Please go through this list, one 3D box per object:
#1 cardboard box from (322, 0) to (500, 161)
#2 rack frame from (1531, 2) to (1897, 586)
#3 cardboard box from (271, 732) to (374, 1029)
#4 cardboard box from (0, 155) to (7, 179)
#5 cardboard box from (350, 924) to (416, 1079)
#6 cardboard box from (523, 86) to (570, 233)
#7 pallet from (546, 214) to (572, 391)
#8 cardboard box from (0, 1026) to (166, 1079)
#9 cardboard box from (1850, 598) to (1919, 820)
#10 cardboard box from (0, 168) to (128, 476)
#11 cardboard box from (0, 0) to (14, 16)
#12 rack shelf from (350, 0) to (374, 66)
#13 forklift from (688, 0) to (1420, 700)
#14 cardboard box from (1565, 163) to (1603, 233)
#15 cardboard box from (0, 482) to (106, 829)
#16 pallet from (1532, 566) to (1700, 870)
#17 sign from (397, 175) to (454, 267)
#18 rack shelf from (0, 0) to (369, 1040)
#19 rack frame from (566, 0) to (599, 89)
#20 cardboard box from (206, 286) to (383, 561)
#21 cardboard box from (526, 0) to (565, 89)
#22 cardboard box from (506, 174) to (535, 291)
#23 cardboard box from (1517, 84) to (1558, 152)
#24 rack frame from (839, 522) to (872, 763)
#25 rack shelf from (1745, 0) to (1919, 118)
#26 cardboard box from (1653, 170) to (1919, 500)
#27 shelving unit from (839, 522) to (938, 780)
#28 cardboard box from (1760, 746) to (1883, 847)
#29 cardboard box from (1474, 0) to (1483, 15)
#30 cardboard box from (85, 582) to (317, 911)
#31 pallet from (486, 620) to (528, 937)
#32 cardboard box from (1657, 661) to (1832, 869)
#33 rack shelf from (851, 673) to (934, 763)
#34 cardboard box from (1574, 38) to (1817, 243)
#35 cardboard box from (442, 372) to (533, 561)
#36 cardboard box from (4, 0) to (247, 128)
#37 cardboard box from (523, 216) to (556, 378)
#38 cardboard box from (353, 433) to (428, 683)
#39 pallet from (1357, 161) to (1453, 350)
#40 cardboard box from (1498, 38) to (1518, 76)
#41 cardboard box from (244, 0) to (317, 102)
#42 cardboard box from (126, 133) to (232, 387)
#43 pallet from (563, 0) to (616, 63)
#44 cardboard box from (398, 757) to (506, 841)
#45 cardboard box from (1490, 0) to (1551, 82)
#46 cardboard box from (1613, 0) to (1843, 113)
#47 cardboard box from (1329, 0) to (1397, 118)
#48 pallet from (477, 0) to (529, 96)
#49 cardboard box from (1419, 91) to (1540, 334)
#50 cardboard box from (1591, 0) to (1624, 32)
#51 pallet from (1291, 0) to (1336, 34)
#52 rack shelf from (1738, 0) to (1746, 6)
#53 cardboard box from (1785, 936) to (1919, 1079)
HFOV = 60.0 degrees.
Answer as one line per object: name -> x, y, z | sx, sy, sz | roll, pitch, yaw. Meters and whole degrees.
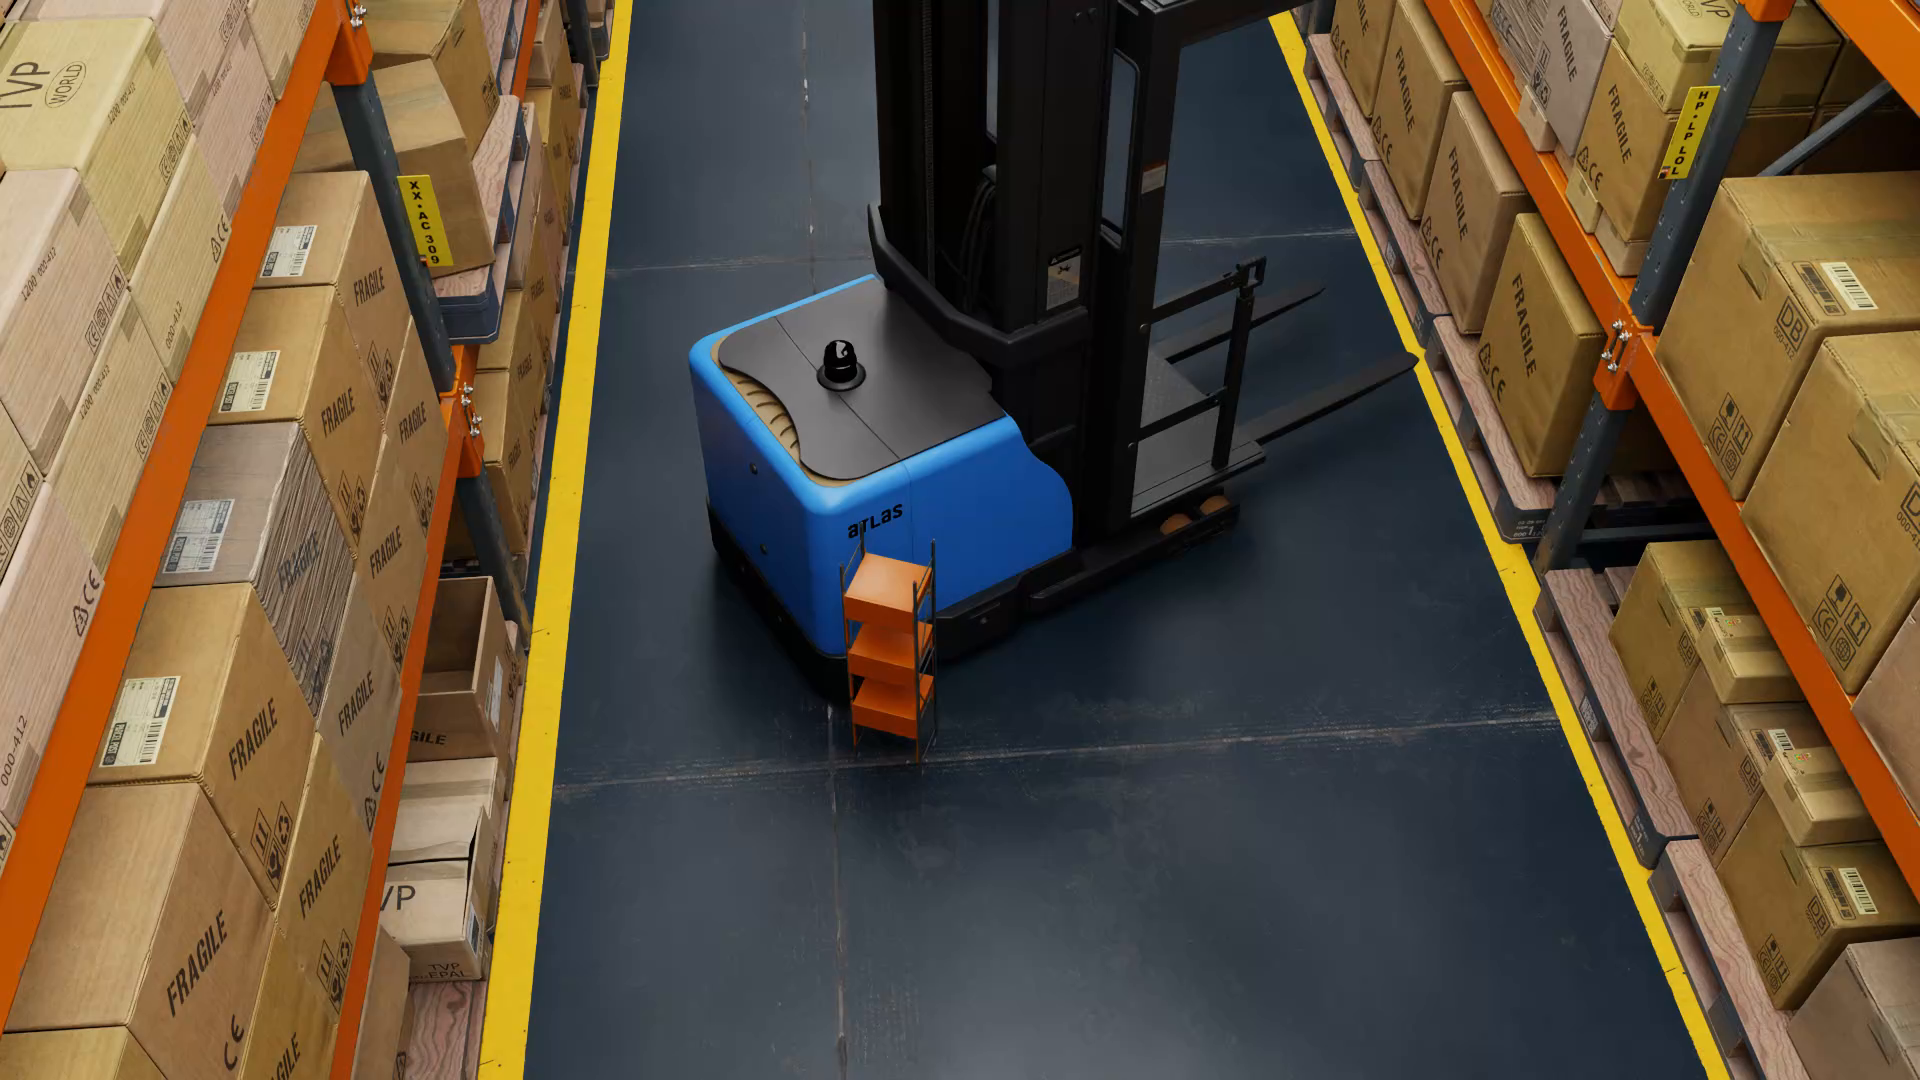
cardboard box -> -2.084, -1.647, 5.886 | 0.700, 0.500, 0.500 | 3, 47, 3
rack frame -> 2.789, -0.922, 5.557 | 1.000, 3.000, 0.127 | -3, 47, -3
cardboard box -> -1.714, 0.806, 3.851 | 0.500, 0.500, 0.500 | -3, 47, -3
cardboard box -> -1.926, -0.594, 2.423 | 0.700, 0.500, 0.500 | -3, 47, -3
cardboard box -> -1.984, 1.448, 4.729 | 0.797, 0.503, 0.637 | -3, 47, -3
cardboard box -> -2.126, -1.767, 7.776 | 0.500, 0.500, 0.500 | -5, 47, -5
pallet -> -2.358, -1.130, 7.675 | 1.003, 0.211, 1.213 | -3, 47, -3
cardboard box -> -1.638, 1.183, 2.806 | 0.500, 0.500, 0.500 | -3, 47, -3
cardboard box -> 2.945, 0.423, 4.077 | 0.980, 0.700, 0.700 | -6, 47, -5
cardboard box -> -1.716, -0.349, 2.708 | 0.500, 0.250, 0.500 | -3, 47, -3
cardboard box -> -2.167, -1.308, 3.099 | 0.700, 0.500, 0.500 | -3, 47, -3
rack shelf -> -2.314, -2.849, 5.812 | 1.077, 0.370, 4.000 | -3, 47, -3
forklift -> 0.531, -1.252, 5.917 | 3.031, 2.935, 1.130 | -25, 51, -22
cardboard box -> 2.434, -1.251, 6.028 | 0.380, 0.149, 0.250 | -3, 47, -3
cardboard box -> -1.674, 0.185, 2.547 | 0.500, 0.250, 0.500 | -3, 47, -3
pallet -> 2.775, 0.592, 6.044 | 1.003, 0.211, 1.213 | -3, 47, -3
sign -> -1.607, -0.954, 4.992 | 0.100, 0.325, 0.005 | -3, 47, -3
rack shelf -> -1.979, 0.045, 3.071 | 1.077, 0.370, 4.000 | -3, 47, -3
rack frame -> -2.482, -3.512, 8.010 | 1.000, 3.000, 0.127 | -3, 47, -3
cardboard box -> -1.801, -0.276, 4.188 | 0.500, 0.500, 0.500 | -4, 47, -4
cardboard box -> -2.160, -2.359, 7.820 | 0.500, 0.250, 0.500 | -2, 47, -2
cardboard box -> -2.028, -1.256, 6.776 | 0.500, 0.250, 0.500 | -3, 47, -3
cardboard box -> 2.377, -1.629, 6.386 | 0.380, 0.149, 0.250 | -3, 47, -3
rack frame -> -0.346, 0.373, 5.673 | 0.008, 1.050, 0.200 | 13, 48, 12
rack shelf -> 2.957, -0.259, 3.359 | 1.077, 0.370, 4.000 | -3, 47, -3
cardboard box -> 2.818, -0.632, 5.076 | 0.980, 0.700, 0.700 | -3, 47, -3
shelving unit -> -0.230, 0.400, 5.648 | 0.252, 1.050, 0.215 | 13, 48, 12
cardboard box -> 2.640, 0.754, 4.956 | 0.380, 0.149, 0.250 | -5, 47, -4
cardboard box -> 2.390, -2.375, 7.093 | 0.380, 0.149, 0.250 | -3, 47, -3
cardboard box -> -1.718, 0.453, 3.497 | 0.500, 0.500, 0.500 | -4, 47, -4
pallet -> -2.090, 0.838, 5.811 | 1.003, 0.211, 1.213 | -3, 47, -3
cardboard box -> 2.788, 0.704, 5.450 | 0.700, 0.500, 0.500 | -4, 47, -4
rack shelf -> -0.230, 0.599, 5.857 | 0.240, 0.259, 0.215 | 13, 48, 12
cardboard box -> 2.499, -1.384, 5.707 | 0.500, 0.500, 0.500 | -4, 47, -4
cardboard box -> -1.944, -0.275, 6.363 | 0.500, 0.500, 0.500 | -5, 47, -5
cardboard box -> -1.797, -1.073, 3.393 | 0.500, 0.250, 0.500 | -3, 47, -3
cardboard box -> -2.034, -1.022, 7.071 | 0.500, 0.500, 0.500 | -3, 47, -3
cardboard box -> -1.805, 0.066, 4.552 | 0.500, 0.500, 0.500 | -2, 47, -2
pallet -> 2.544, -1.402, 7.932 | 1.003, 0.211, 1.213 | -3, 47, -3
cardboard box -> 2.416, -1.992, 6.730 | 0.380, 0.149, 0.250 | -5, 47, -4
cardboard box -> -1.841, -1.262, 3.917 | 0.500, 0.250, 0.500 | -3, 47, -3
cardboard box -> -1.759, -0.539, 3.232 | 0.500, 0.250, 0.500 | -3, 47, -3
pallet -> -2.512, -3.151, 9.589 | 1.003, 0.211, 1.213 | -3, 47, -3
cardboard box -> -1.725, 0.873, 5.517 | 0.380, 0.149, 0.250 | -3, 47, -3
cardboard box -> 2.413, -2.117, 6.401 | 0.500, 0.500, 0.500 | -3, 47, -3
cardboard box -> 2.495, -1.646, 5.439 | 0.500, 0.250, 0.500 | -2, 47, -2
cardboard box -> 2.385, -2.681, 8.415 | 0.750, 0.750, 0.750 | -4, 47, -4
pallet -> -2.314, -2.039, 6.748 | 1.003, 0.211, 1.213 | -3, 47, -3
cardboard box -> 2.528, -1.432, 7.232 | 0.750, 0.750, 0.750 | -2, 47, -2
cardboard box -> 2.462, -2.016, 5.790 | 0.500, 0.250, 0.500 | -3, 47, -2
pallet -> 2.390, -3.423, 9.846 | 1.003, 0.211, 1.213 | -3, 47, -3
rack shelf -> 2.622, -3.153, 6.100 | 1.077, 0.370, 4.000 | -3, 47, -3
cardboard box -> 2.881, 1.461, 4.733 | 0.700, 0.500, 0.500 | -5, 47, -5
